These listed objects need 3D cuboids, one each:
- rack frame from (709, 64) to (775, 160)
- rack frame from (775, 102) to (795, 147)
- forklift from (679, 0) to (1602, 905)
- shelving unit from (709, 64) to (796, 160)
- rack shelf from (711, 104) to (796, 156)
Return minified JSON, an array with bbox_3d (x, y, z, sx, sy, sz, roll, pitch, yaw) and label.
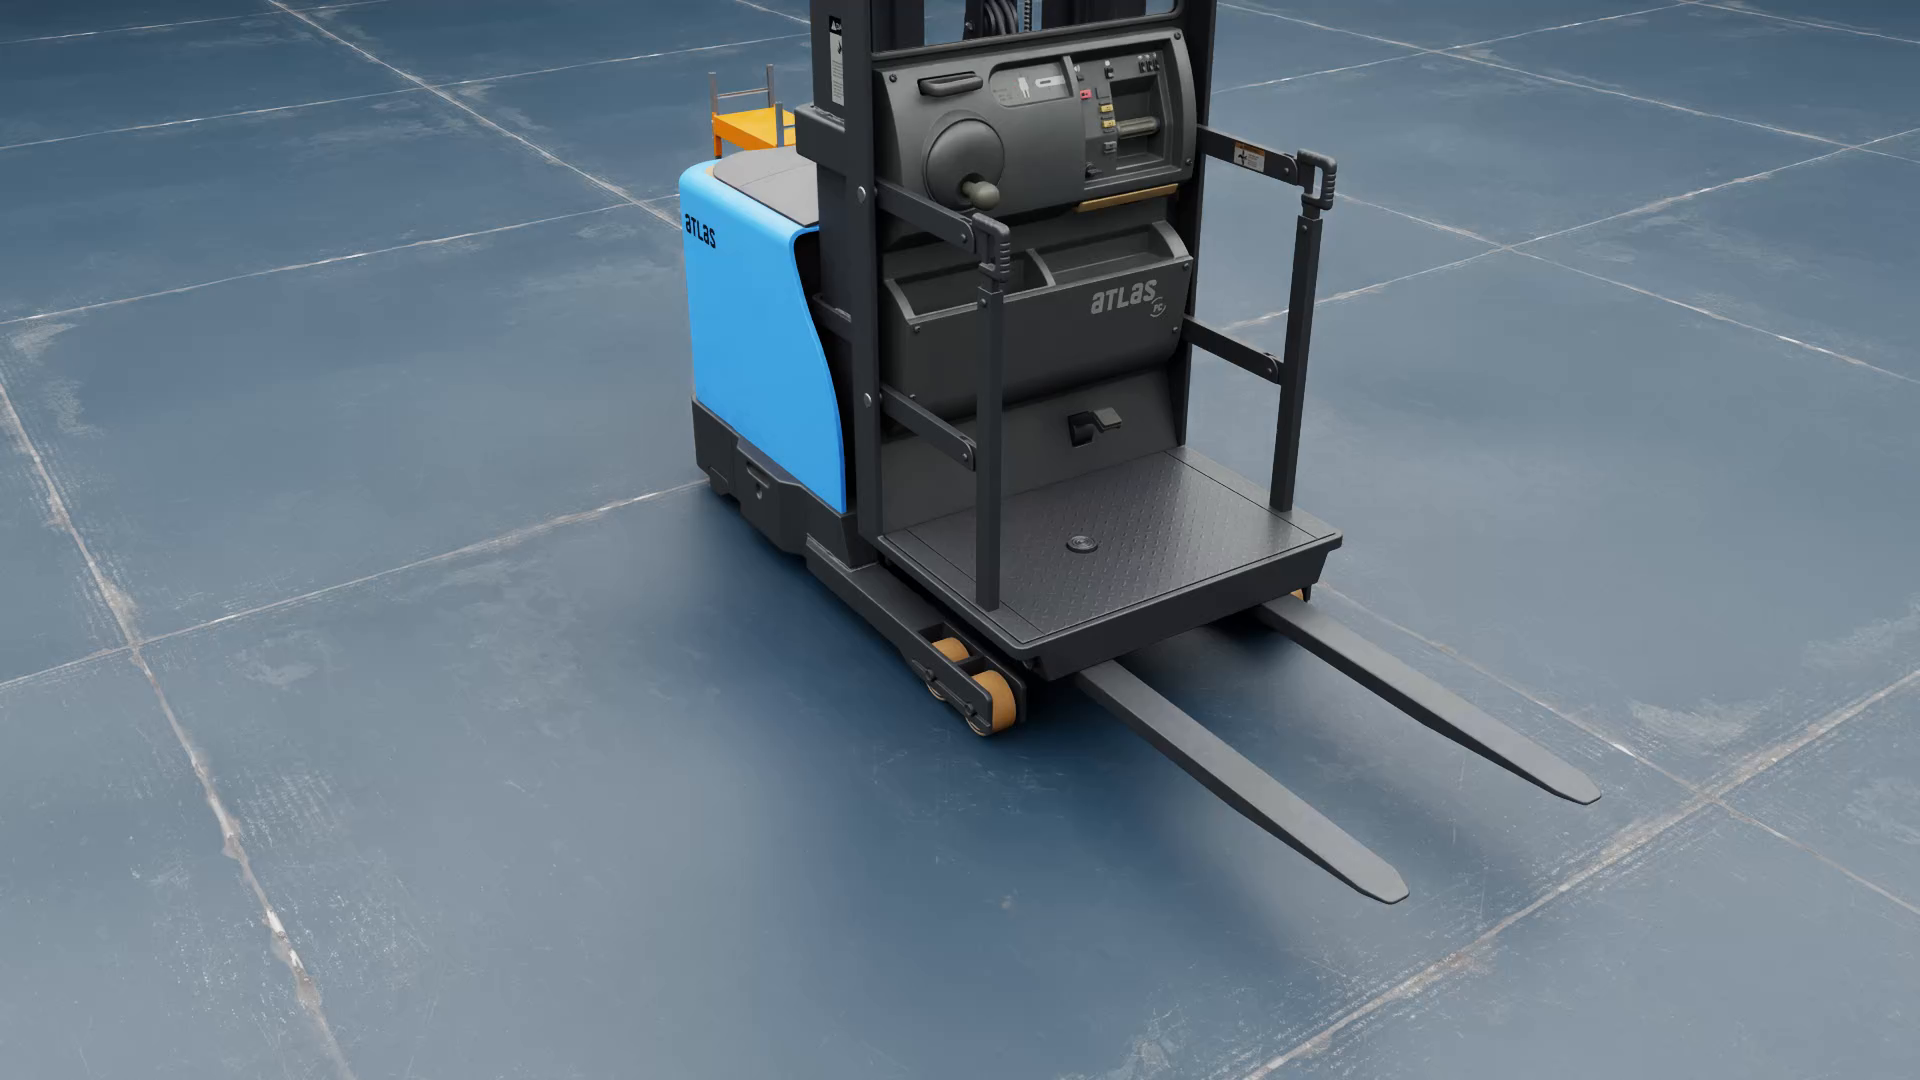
[{"bbox_3d":[-0.753,-1.093,6.006,0.240,1.200,0.015,-17,33,-29],"label":"rack frame"},{"bbox_3d":[-0.487,-0.898,5.646,0.240,1.200,0.015,-17,33,-29],"label":"rack frame"},{"bbox_3d":[0.339,-1.039,4.092,1.130,2.935,3.031,-17,33,-29],"label":"forklift"},{"bbox_3d":[-0.620,-0.996,5.826,0.258,1.200,0.503,-17,33,-29],"label":"shelving unit"},{"bbox_3d":[-0.620,-1.341,5.639,0.258,0.148,0.480,-17,33,-29],"label":"rack shelf"}]
